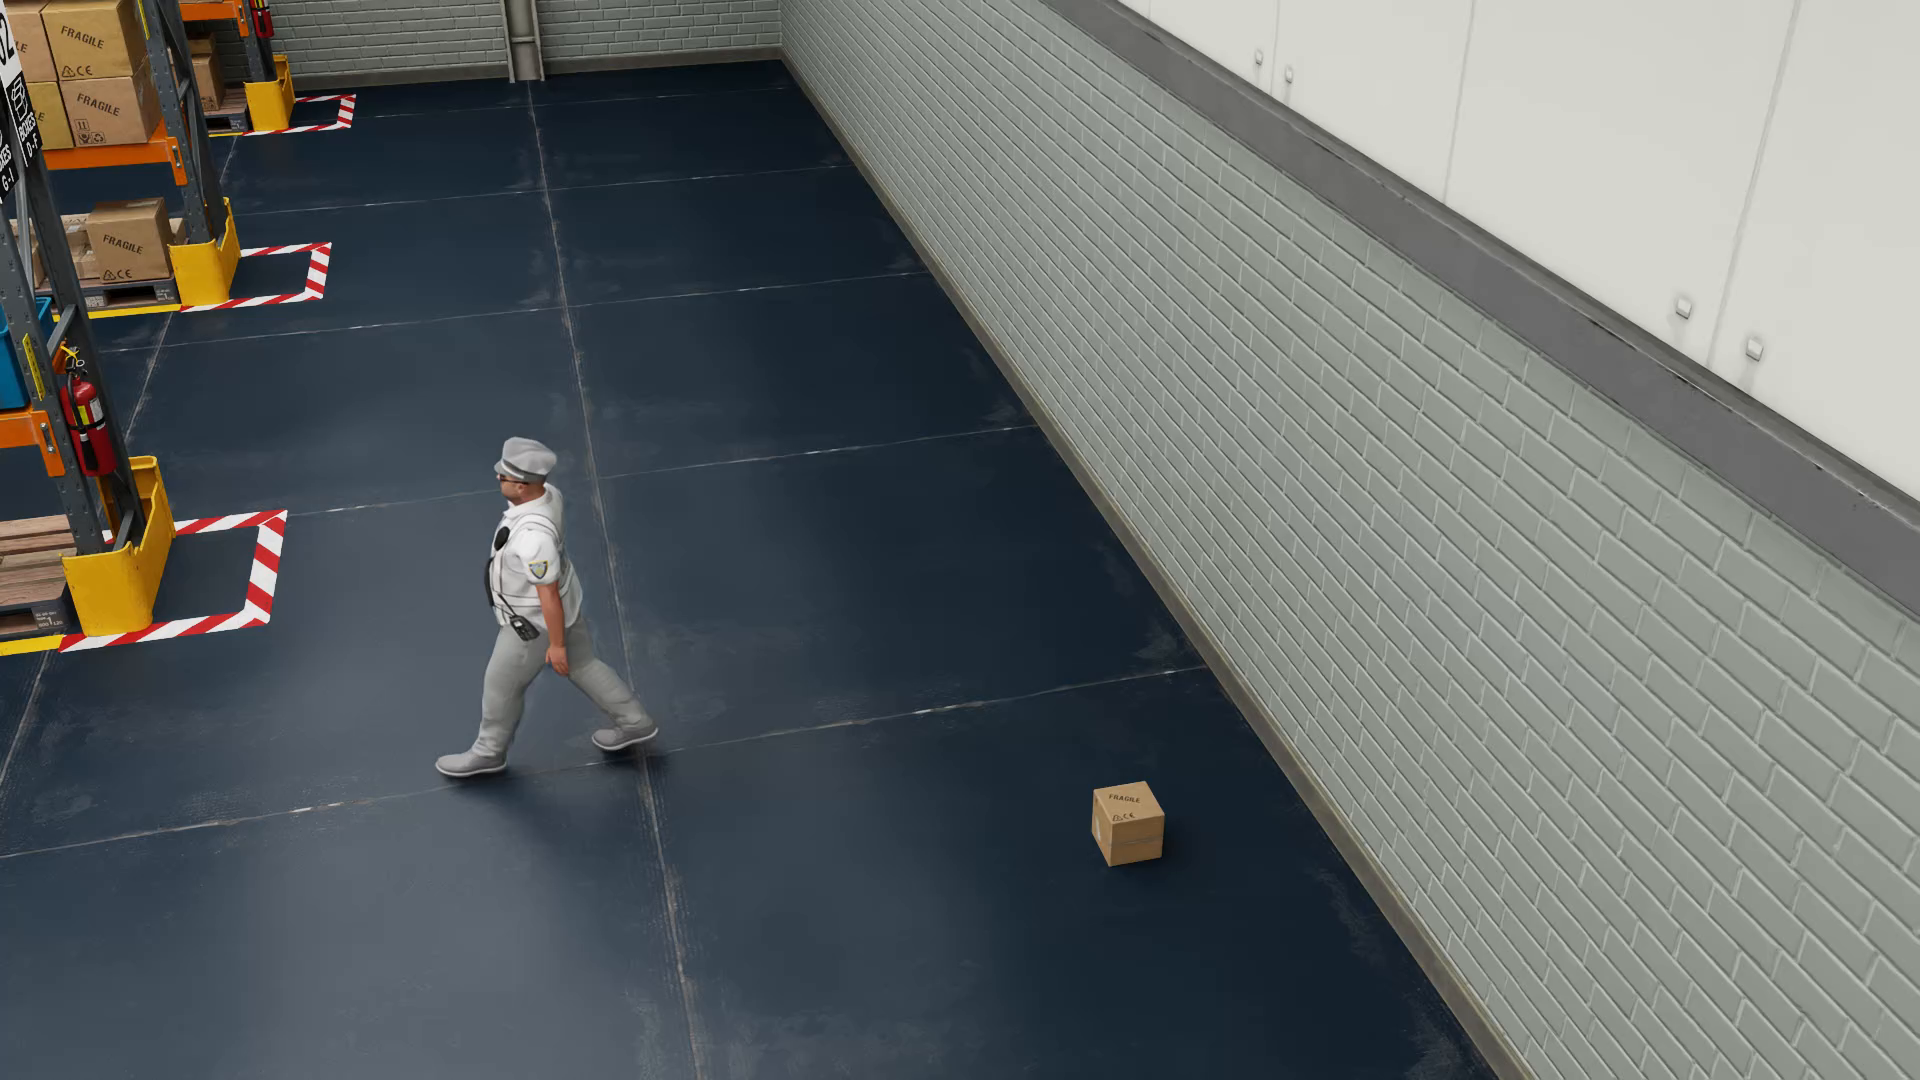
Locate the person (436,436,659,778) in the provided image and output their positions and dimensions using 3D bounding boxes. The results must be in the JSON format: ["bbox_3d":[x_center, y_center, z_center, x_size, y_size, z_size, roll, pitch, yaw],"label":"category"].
[{"bbox_3d":[-1.992,0.304,7.681,1.040,1.722,0.564,0,30,-1],"label":"person"}]
